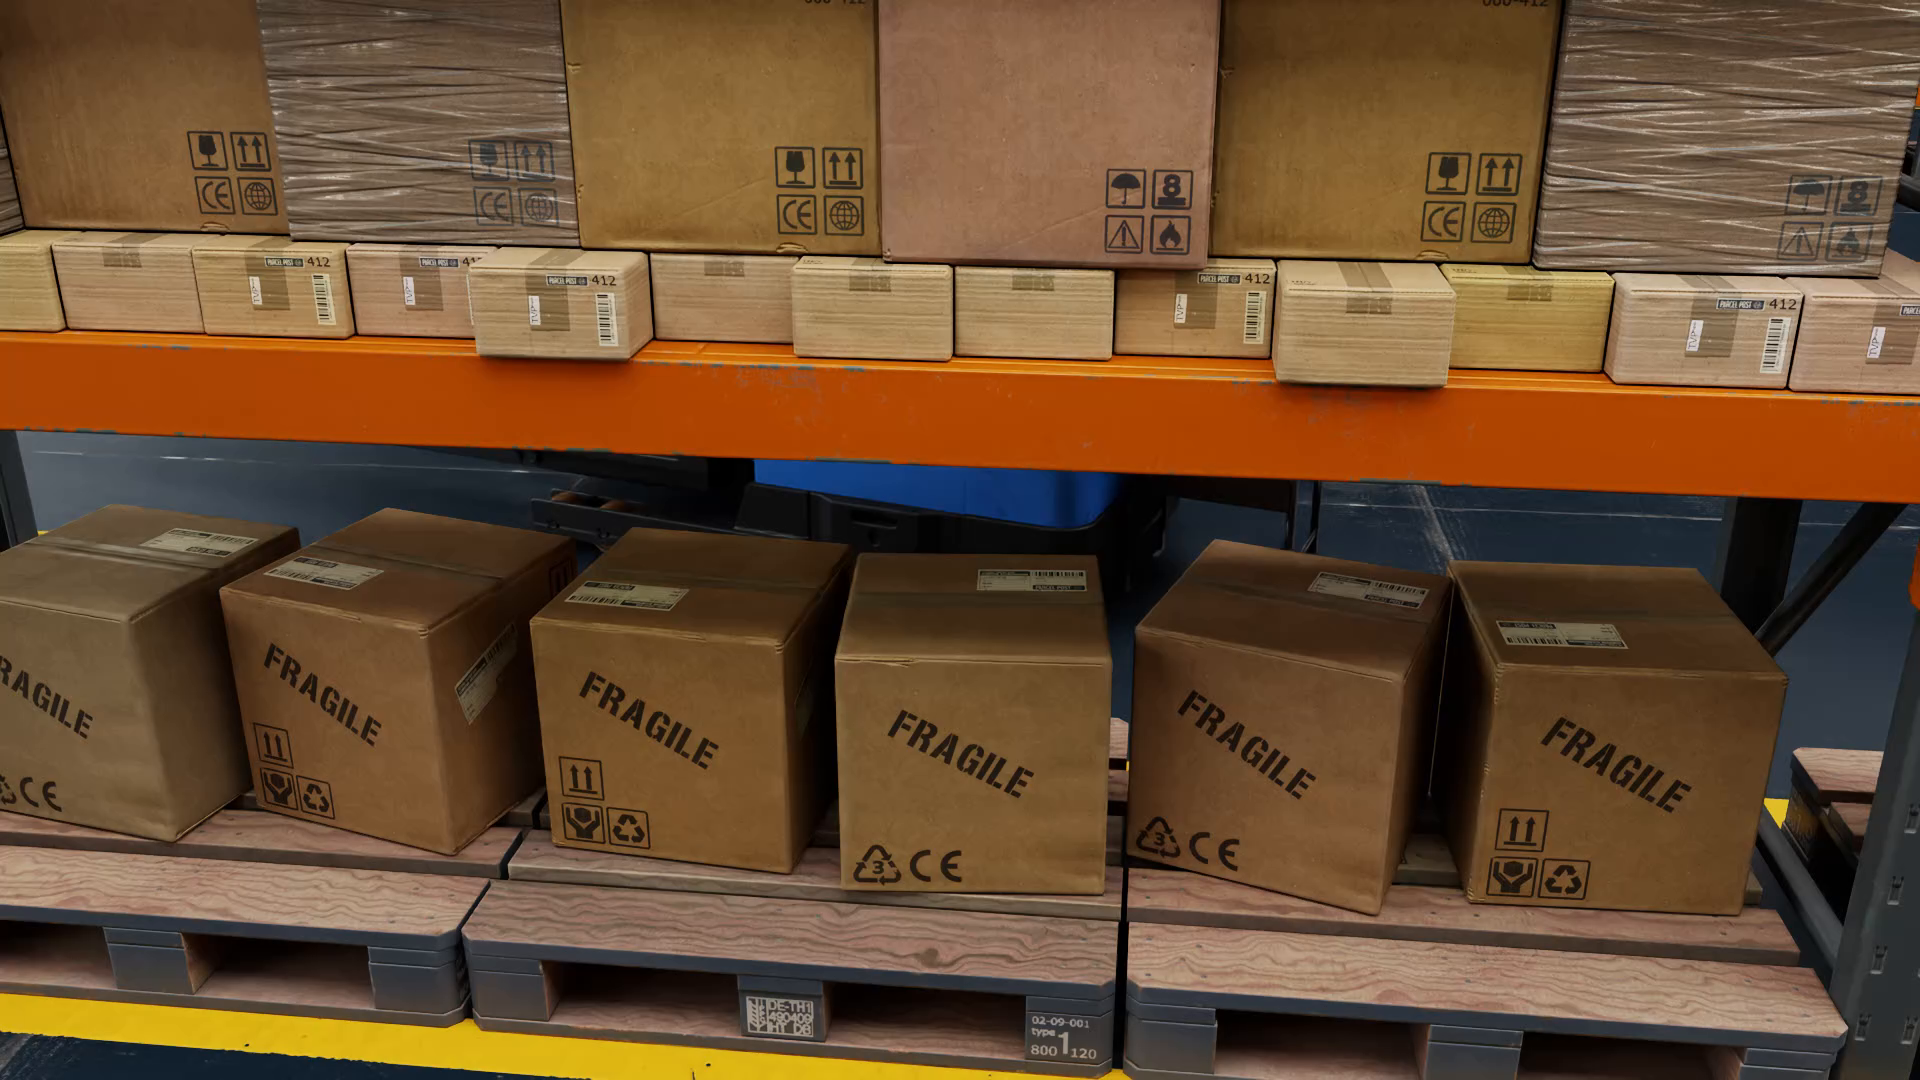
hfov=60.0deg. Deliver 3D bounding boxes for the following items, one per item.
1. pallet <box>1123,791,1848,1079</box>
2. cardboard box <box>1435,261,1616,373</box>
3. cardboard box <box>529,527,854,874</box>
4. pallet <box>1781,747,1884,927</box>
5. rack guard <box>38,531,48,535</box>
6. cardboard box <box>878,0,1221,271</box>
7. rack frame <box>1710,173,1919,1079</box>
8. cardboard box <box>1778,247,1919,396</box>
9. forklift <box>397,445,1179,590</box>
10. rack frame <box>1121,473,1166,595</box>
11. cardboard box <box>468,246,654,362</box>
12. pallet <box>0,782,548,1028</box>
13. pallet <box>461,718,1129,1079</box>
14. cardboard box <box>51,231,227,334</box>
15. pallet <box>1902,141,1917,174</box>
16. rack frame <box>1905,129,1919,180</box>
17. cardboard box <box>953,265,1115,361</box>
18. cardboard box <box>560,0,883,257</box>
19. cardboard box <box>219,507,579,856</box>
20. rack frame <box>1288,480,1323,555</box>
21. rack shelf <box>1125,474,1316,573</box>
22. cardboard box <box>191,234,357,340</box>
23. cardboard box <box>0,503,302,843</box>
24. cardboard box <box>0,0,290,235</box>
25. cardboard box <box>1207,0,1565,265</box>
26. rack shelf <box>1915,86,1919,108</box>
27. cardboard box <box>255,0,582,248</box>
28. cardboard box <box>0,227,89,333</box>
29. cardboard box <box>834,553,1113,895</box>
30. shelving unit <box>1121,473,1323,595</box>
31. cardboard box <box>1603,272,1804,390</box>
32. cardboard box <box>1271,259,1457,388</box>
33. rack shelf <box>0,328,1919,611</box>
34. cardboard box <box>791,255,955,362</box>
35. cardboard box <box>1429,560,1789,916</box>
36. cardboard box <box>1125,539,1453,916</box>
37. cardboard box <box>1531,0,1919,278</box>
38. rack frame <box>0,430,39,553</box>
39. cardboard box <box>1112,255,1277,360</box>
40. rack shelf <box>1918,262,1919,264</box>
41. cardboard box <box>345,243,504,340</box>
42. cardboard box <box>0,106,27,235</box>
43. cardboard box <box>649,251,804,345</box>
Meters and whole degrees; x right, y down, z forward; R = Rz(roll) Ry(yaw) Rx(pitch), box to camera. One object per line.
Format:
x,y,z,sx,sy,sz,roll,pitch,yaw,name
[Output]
0.948,0.716,3.341,1.213,0.211,1.003,2,22,6,pallet
0.882,-0.397,2.705,0.250,0.149,0.380,2,22,6,cardboard box
-0.518,0.310,3.404,0.500,0.500,0.500,5,22,11,cardboard box
2.392,0.766,3.216,1.213,0.211,1.003,2,22,6,pallet
-2.278,0.428,3.676,0.348,0.500,1.175,2,22,6,rack guard
0.178,-0.811,2.870,0.500,0.500,0.875,2,22,6,cardboard box
1.619,-0.564,2.787,0.127,3.000,1.000,2,22,6,rack frame
1.371,-0.349,2.586,0.250,0.149,0.380,2,22,6,cardboard box
-0.833,-1.486,5.212,3.031,2.935,1.130,9,23,22,forklift
0.573,-0.878,4.804,0.015,2.100,0.400,9,23,22,rack frame
-0.620,-0.421,2.766,0.250,0.149,0.380,2,22,6,cardboard box
-1.475,0.611,3.608,1.213,0.211,1.003,2,22,6,pallet
-0.267,0.664,3.472,1.213,0.211,1.003,2,22,6,pallet
-1.355,-0.484,2.926,0.250,0.149,0.380,2,22,6,cardboard box
7.497,-2.665,11.894,1.213,0.211,1.003,2,22,6,pallet
6.761,-4.008,11.498,0.127,3.000,1.000,2,22,6,rack frame
0.135,-0.422,2.768,0.250,0.149,0.380,2,22,6,cardboard box
-0.313,-0.847,2.962,0.500,0.500,0.875,2,22,6,cardboard box
-1.138,0.276,3.490,0.500,0.500,0.500,8,23,20,cardboard box
1.021,-0.806,4.623,0.015,2.100,0.400,9,23,22,rack frame
0.797,-0.178,4.976,0.480,0.518,0.431,9,23,22,rack shelf
-1.108,-0.470,2.892,0.250,0.149,0.380,2,22,6,cardboard box
-1.735,0.263,3.524,0.500,0.500,0.500,7,23,16,cardboard box
-1.300,-0.911,3.123,0.500,0.500,0.875,2,22,6,cardboard box
0.687,-0.826,2.908,0.500,0.500,0.875,2,22,6,cardboard box
4.188,-1.952,7.275,4.000,0.370,1.077,2,22,6,rack shelf
-0.808,-0.873,3.028,0.500,0.500,0.875,2,22,6,cardboard box
-1.606,-0.487,2.934,0.250,0.149,0.380,2,22,6,cardboard box
0.031,0.351,3.302,0.500,0.500,0.500,1,22,1,cardboard box
0.797,-0.842,4.713,0.503,2.100,0.431,9,23,22,shelving unit
1.124,-0.364,2.622,0.250,0.149,0.380,2,22,6,cardboard box
0.621,-0.367,2.629,0.250,0.149,0.380,2,22,6,cardboard box
-0.367,-0.316,3.139,4.000,0.370,1.077,2,22,6,rack shelf
-0.117,-0.420,2.763,0.250,0.149,0.380,2,22,6,cardboard box
1.226,0.371,3.250,0.500,0.500,0.500,2,22,5,cardboard box
0.657,0.349,3.306,0.500,0.500,0.500,10,24,23,cardboard box
1.179,-0.791,2.821,0.500,0.500,0.875,2,22,6,cardboard box
-2.353,-0.737,3.225,0.127,3.000,1.000,2,22,6,rack frame
0.388,-0.426,2.778,0.250,0.149,0.380,2,22,6,cardboard box
3.605,-0.143,2.701,4.000,0.370,1.077,2,22,6,rack shelf
-0.856,-0.470,2.889,0.250,0.149,0.380,2,22,6,cardboard box
-1.810,-0.888,3.067,0.500,0.500,0.875,2,22,6,cardboard box
-0.356,-0.459,2.861,0.250,0.149,0.380,2,22,6,cardboard box
